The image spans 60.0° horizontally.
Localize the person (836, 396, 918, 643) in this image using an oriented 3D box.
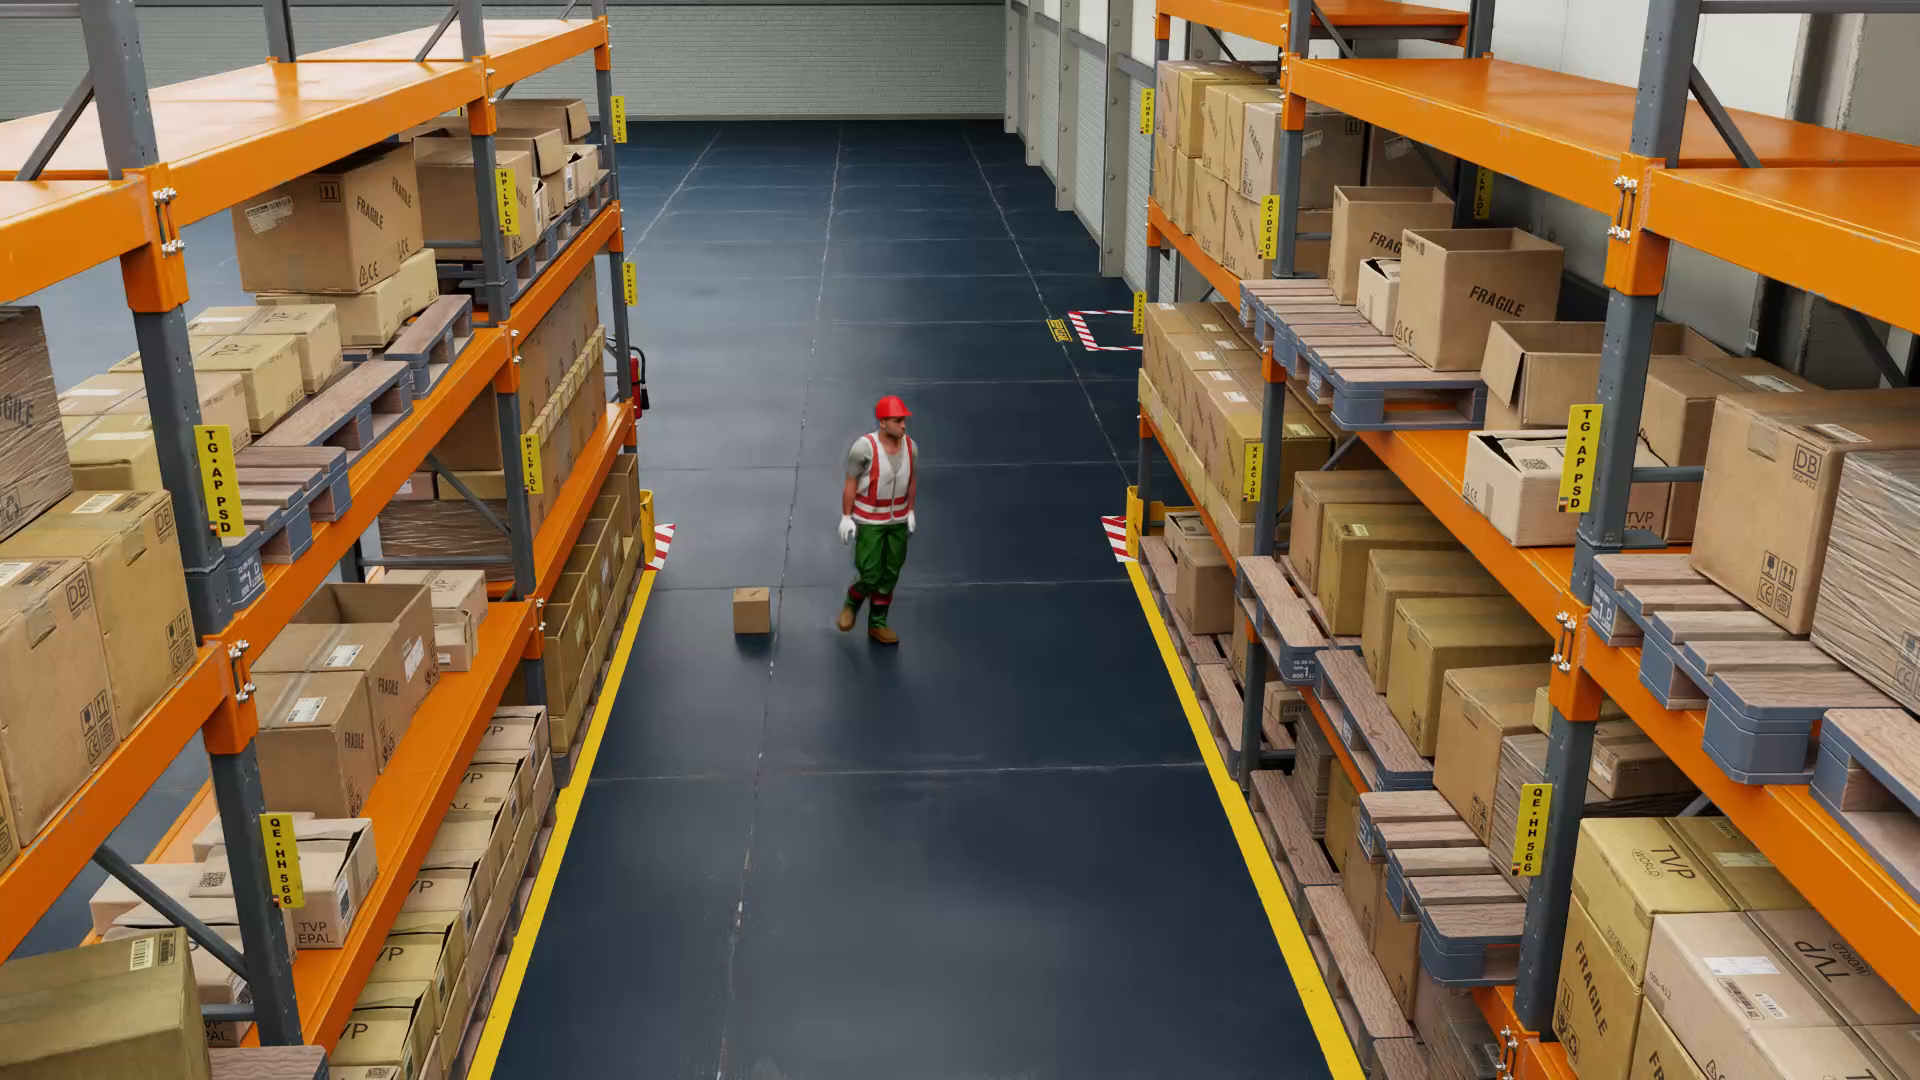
[{"bbox_3d":[-0.561,-0.143,11.407,0.588,1.779,0.546,-13,24,-32],"label":"person"}]
